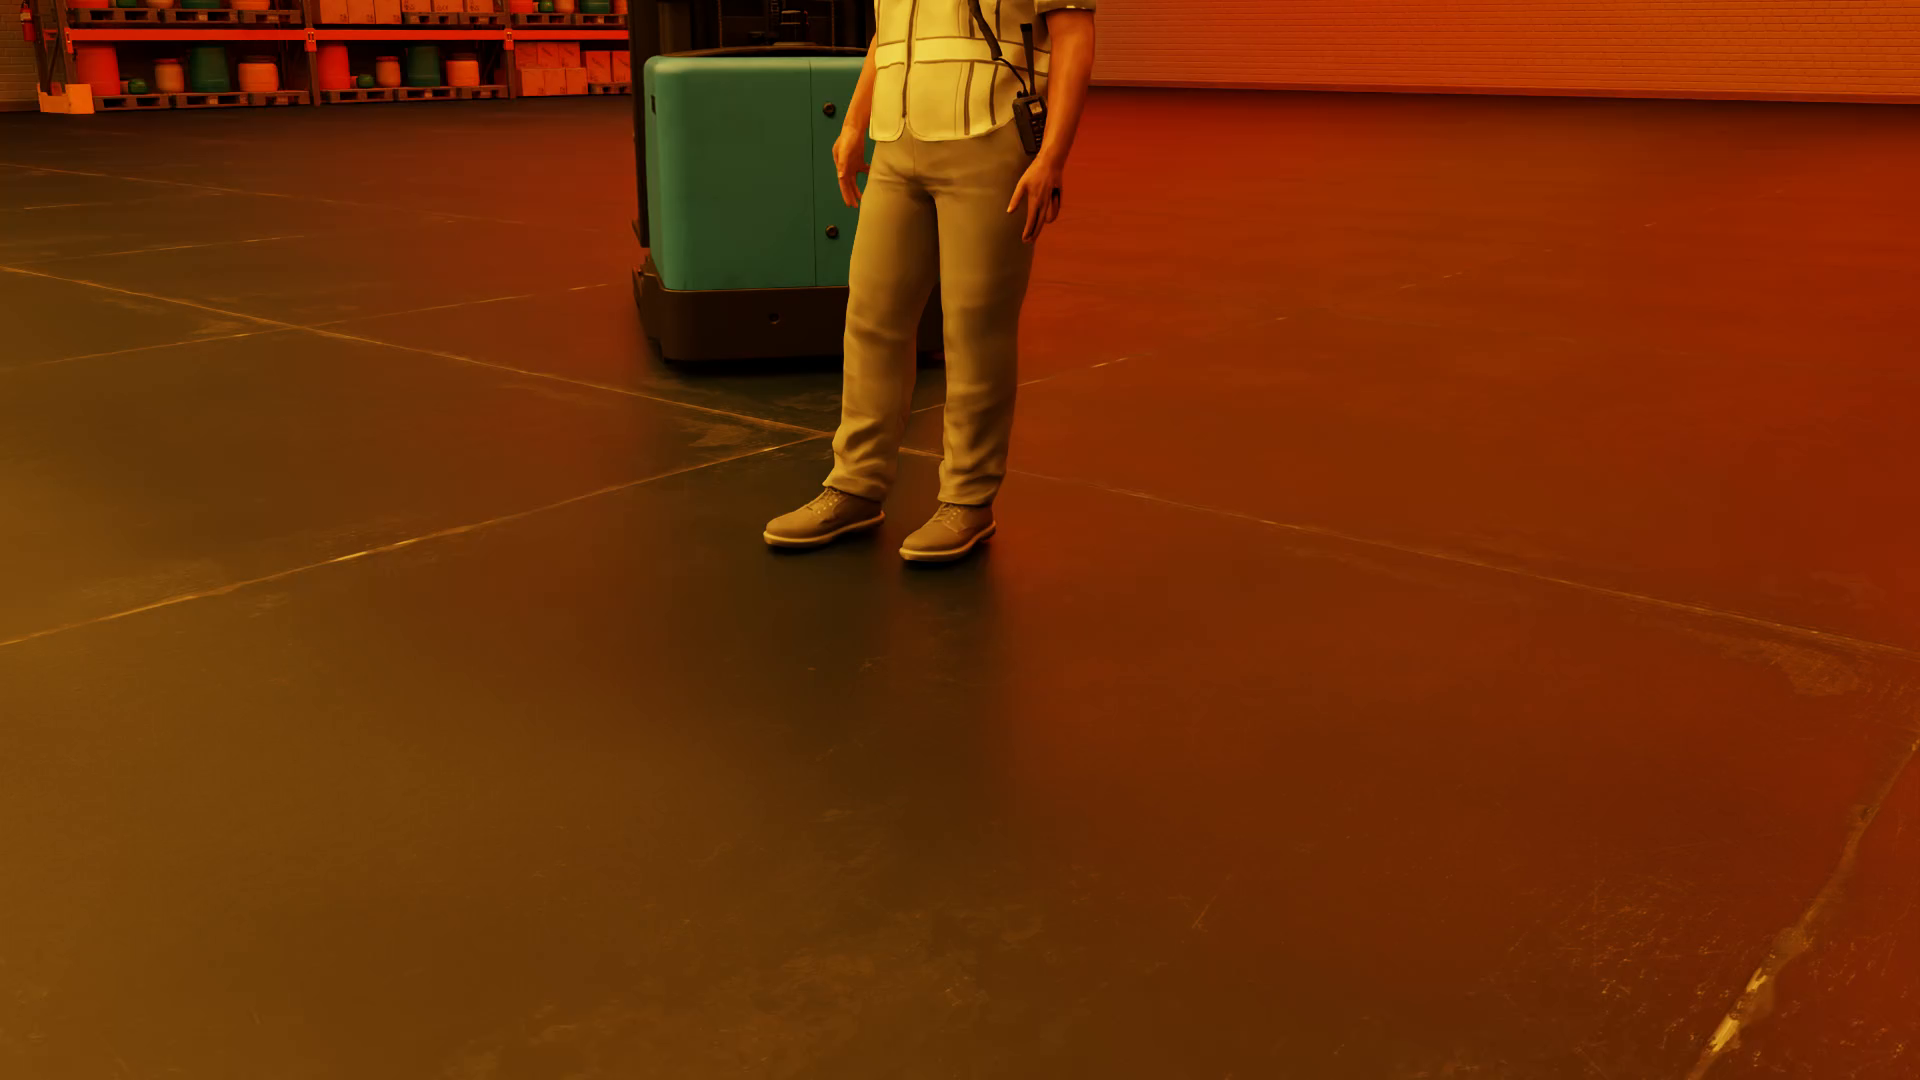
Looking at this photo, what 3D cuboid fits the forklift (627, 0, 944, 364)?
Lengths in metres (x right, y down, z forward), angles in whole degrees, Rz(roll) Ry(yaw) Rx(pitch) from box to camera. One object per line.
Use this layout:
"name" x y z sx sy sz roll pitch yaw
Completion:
"forklift" -0.837 -2.406 6.820 1.130 2.935 3.031 -4 17 -13

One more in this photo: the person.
"person" -0.059 -0.841 3.631 0.641 1.772 0.574 13 21 37
